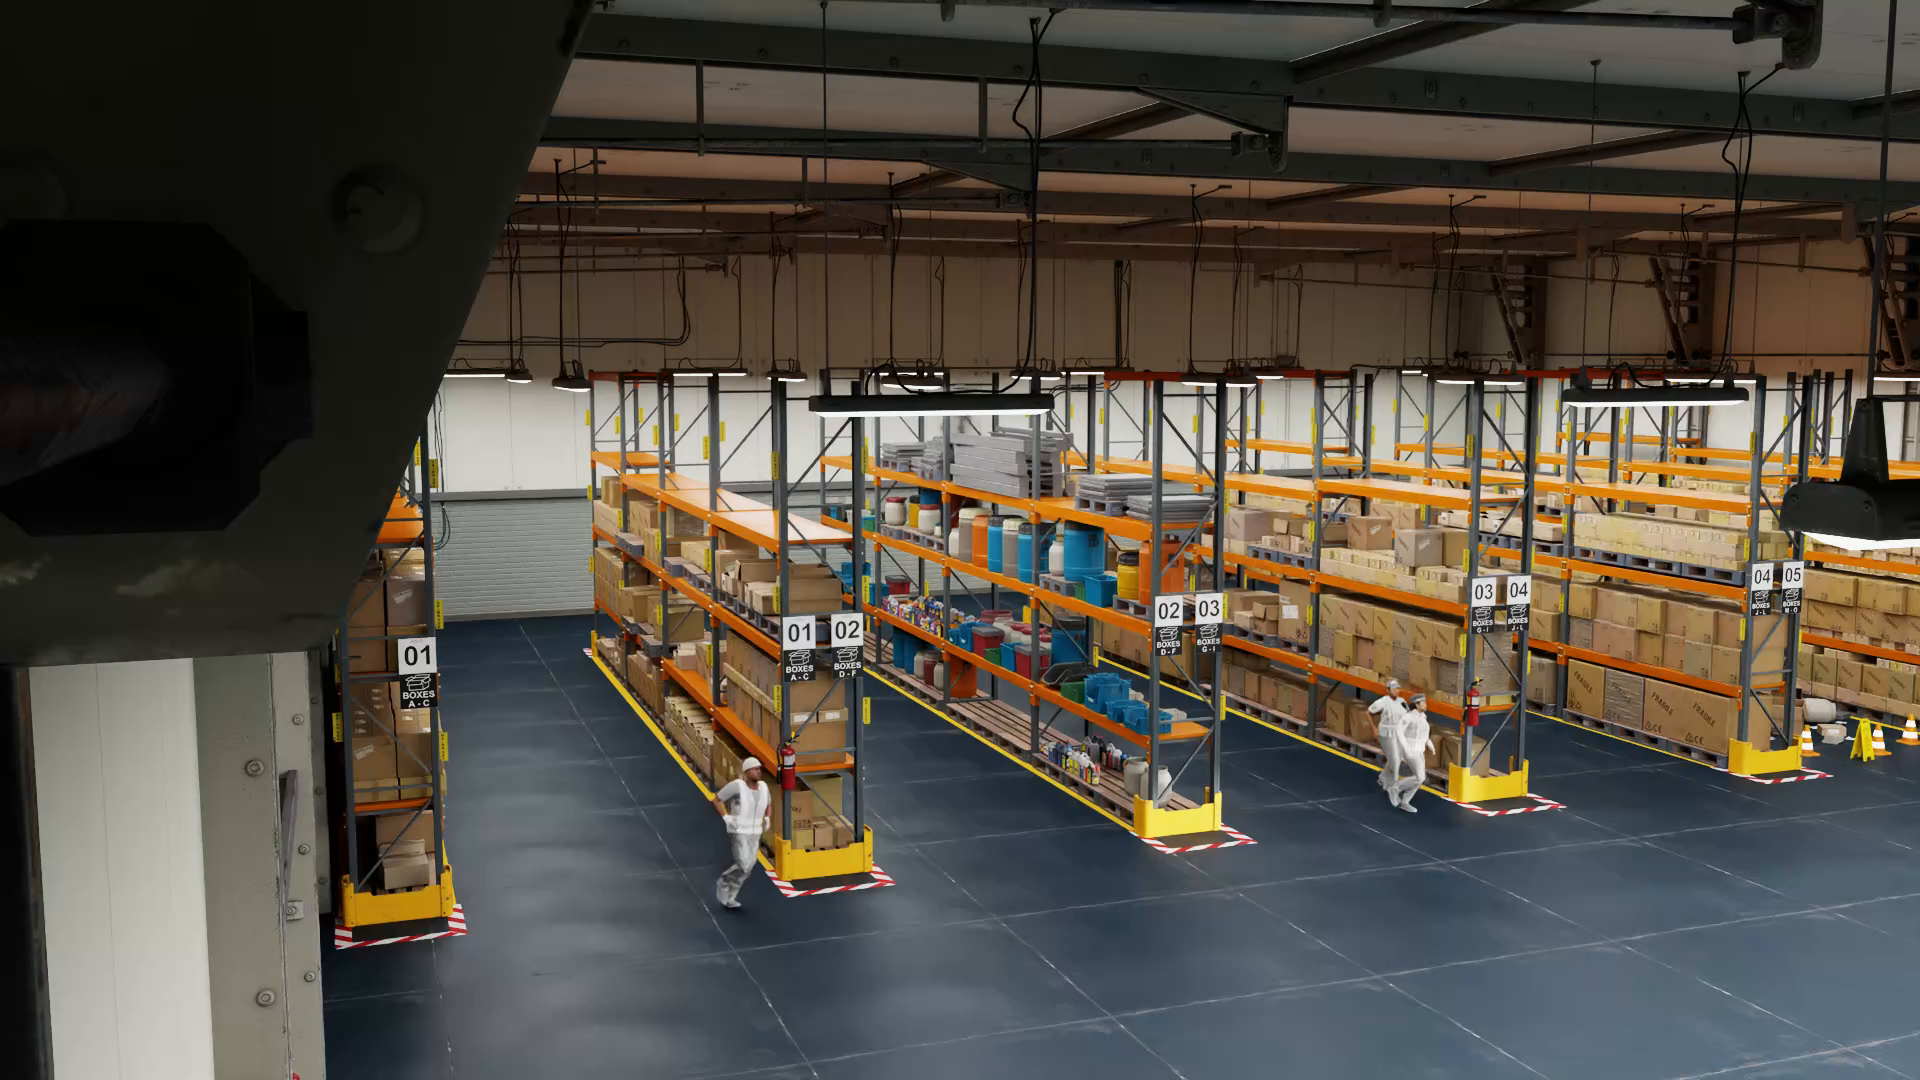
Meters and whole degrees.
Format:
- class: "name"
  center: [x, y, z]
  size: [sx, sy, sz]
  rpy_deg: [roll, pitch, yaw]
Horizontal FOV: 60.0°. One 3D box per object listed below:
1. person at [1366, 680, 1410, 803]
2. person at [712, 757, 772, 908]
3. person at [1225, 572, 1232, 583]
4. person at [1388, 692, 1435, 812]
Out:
- class: "person"
  center: [6.194, 2.858, 23.805]
  size: [0.590, 1.711, 0.709]
  rpy_deg: [-3, 7, -24]
- class: "person"
  center: [-2.420, 3.353, 19.057]
  size: [0.718, 1.724, 0.517]
  rpy_deg: [-6, 9, -45]
- class: "person"
  center: [6.462, 0.860, 41.597]
  size: [0.759, 1.660, 0.927]
  rpy_deg: [-1, 6, -10]
- class: "person"
  center: [6.358, 2.937, 23.172]
  size: [0.472, 1.638, 0.651]
  rpy_deg: [6, 8, 41]
